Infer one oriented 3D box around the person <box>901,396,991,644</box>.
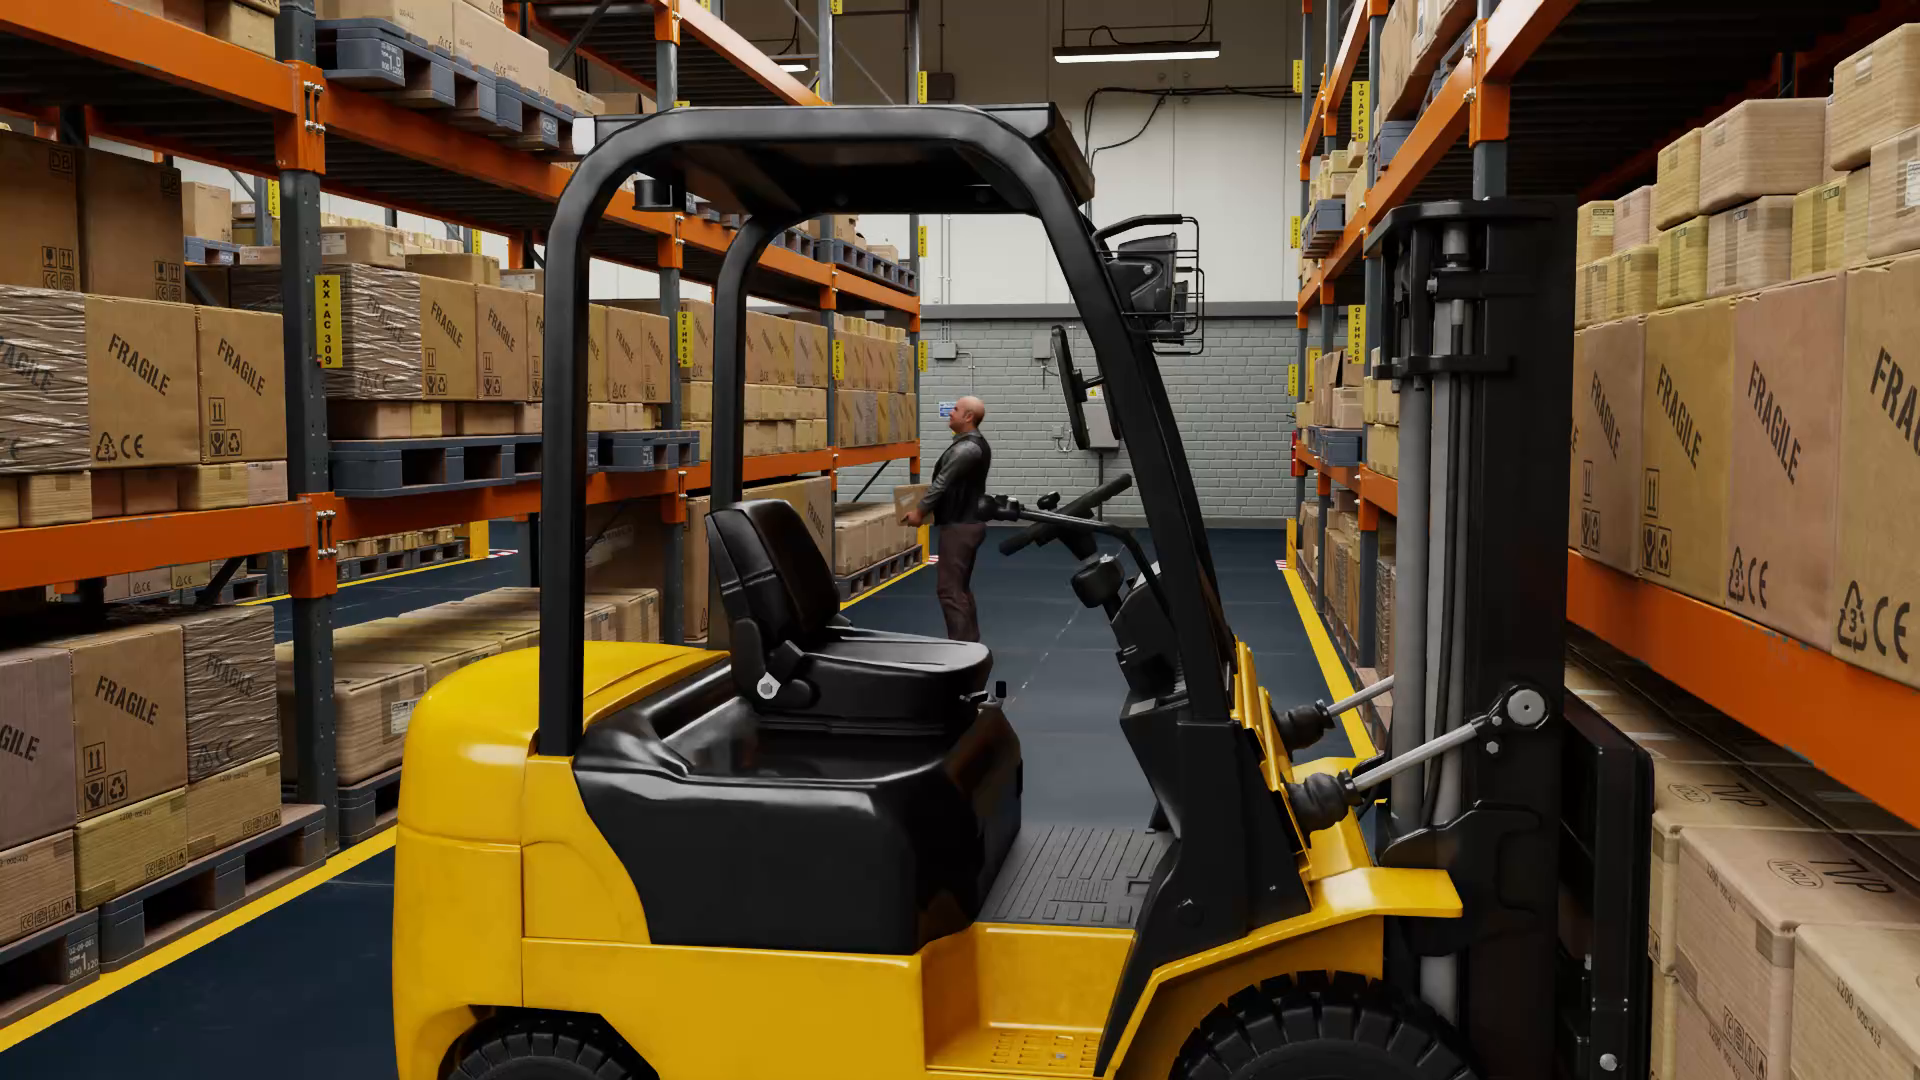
[{"bbox_3d":[-0.089,-0.062,10.648,0.551,1.711,0.494,1,4,9],"label":"person"}]
